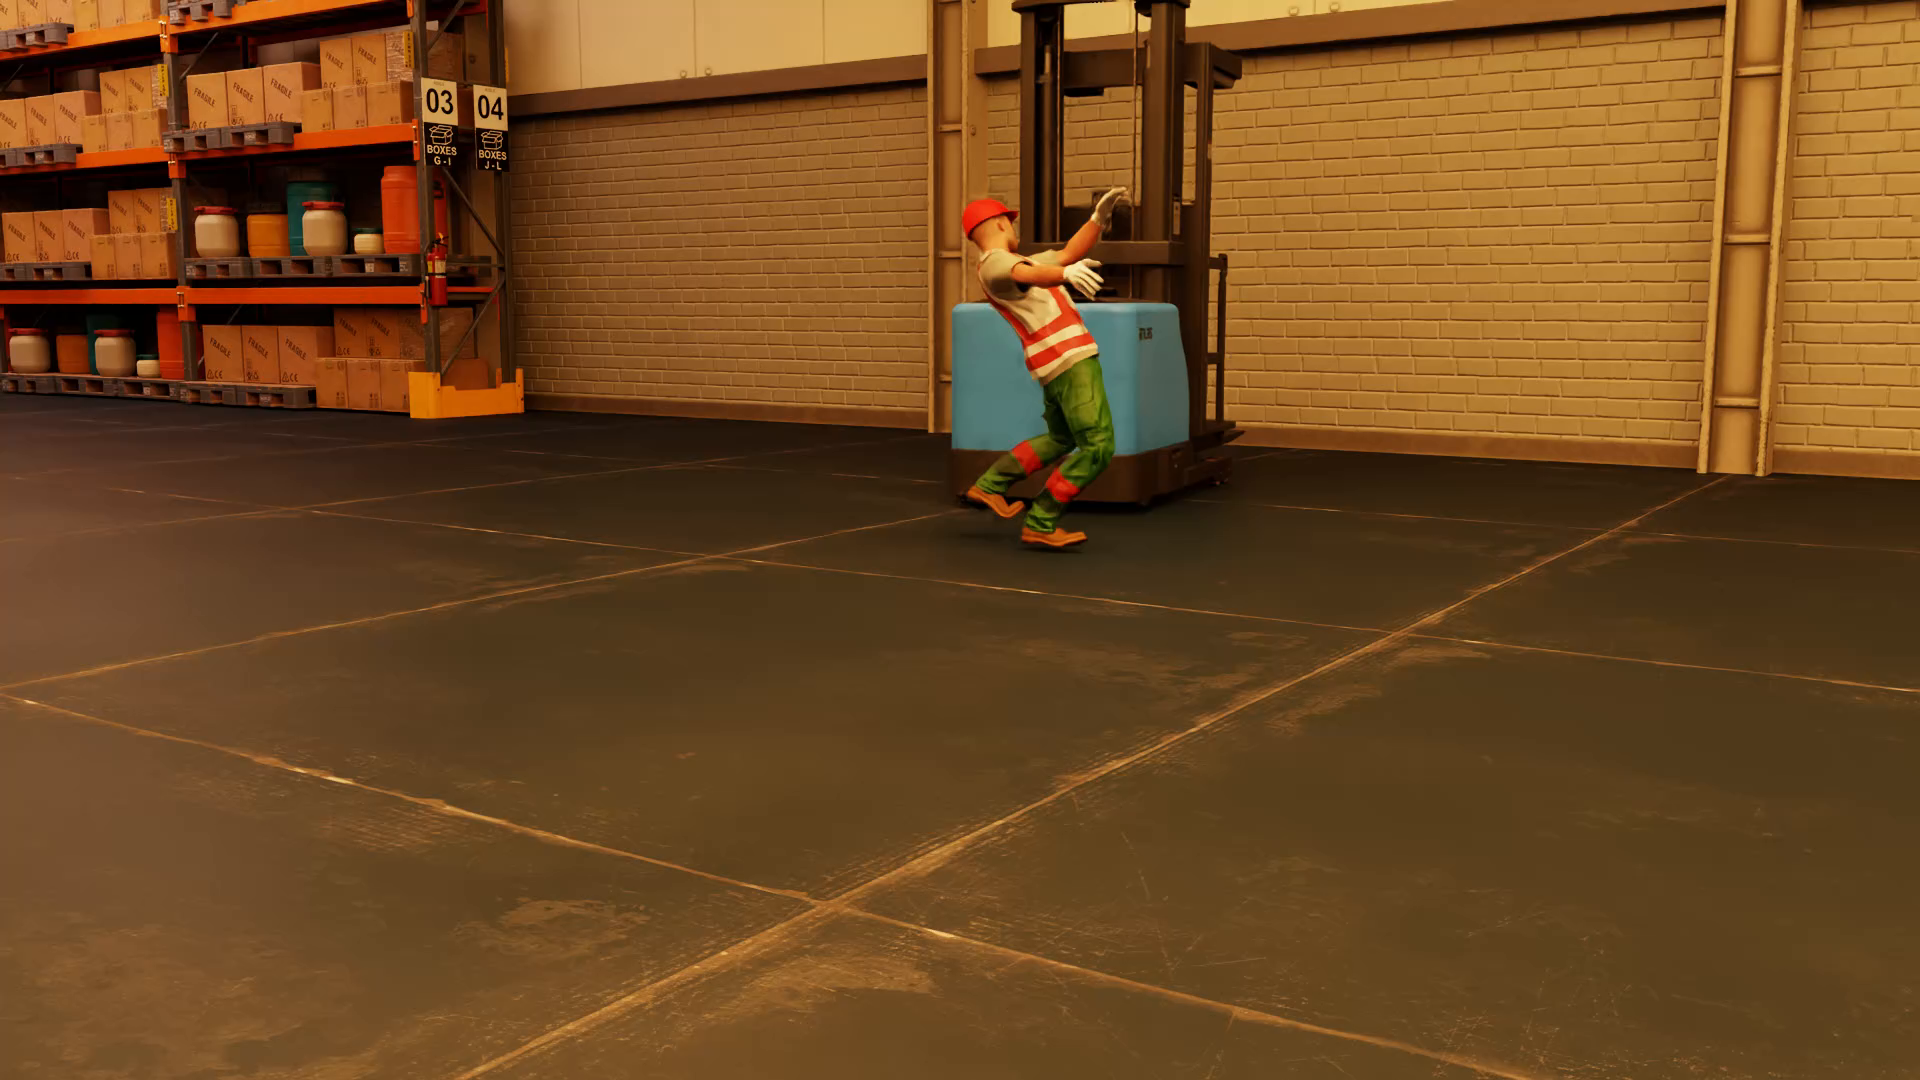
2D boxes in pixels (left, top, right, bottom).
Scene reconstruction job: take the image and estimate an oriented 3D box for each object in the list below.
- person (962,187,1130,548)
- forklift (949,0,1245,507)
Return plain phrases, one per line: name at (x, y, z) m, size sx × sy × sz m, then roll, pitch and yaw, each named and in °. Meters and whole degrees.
person at (0.406, -0.748, 7.189) m, size 0.739 × 1.555 × 1.102 m, roll -1°, pitch 8°, yaw -5°
forklift at (0.996, -1.788, 9.769) m, size 1.130 × 2.935 × 3.031 m, roll 4°, pitch 9°, yaw 23°
